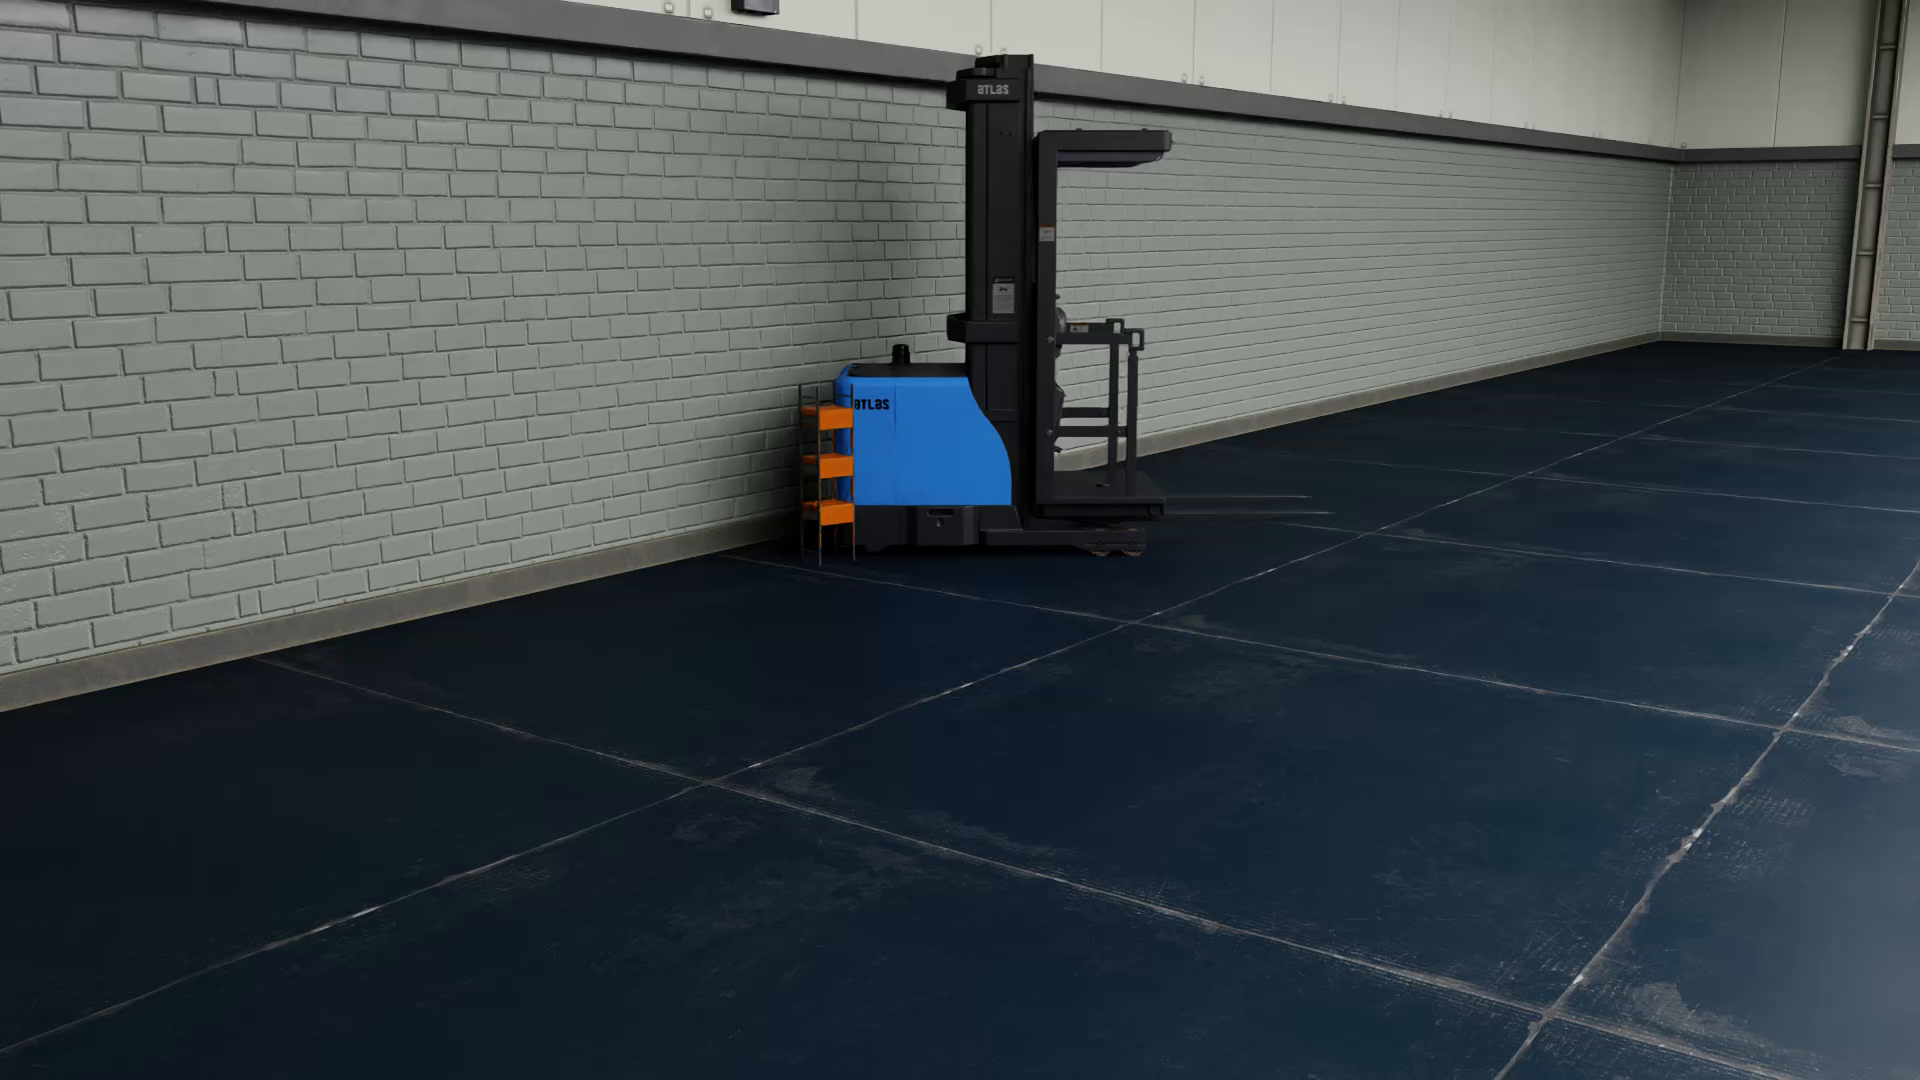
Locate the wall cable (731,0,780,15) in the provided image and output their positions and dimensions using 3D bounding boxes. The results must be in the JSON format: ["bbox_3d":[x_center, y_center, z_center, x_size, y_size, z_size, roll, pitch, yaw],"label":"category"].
[{"bbox_3d":[-0.607,-6.229,10.083,0.169,6.003,2.305,8,13,36],"label":"wall cable"}]

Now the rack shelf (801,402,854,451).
[{"bbox_3d":[-0.782,-0.661,9.741,0.240,0.259,0.215,-8,14,-39],"label":"rack shelf"}]

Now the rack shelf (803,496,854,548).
[{"bbox_3d":[-0.786,-0.109,9.844,0.240,0.259,0.215,-8,14,-39],"label":"rack shelf"}]

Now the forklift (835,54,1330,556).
[{"bbox_3d":[0.750,-1.442,10.266,3.031,2.935,1.130,0,11,-1],"label":"forklift"}]

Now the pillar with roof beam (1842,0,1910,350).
[{"bbox_3d":[11.449,-6.738,21.664,0.400,9.000,9.100,8,13,36],"label":"pillar with roof beam"}]

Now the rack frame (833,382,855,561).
[{"bbox_3d":[-0.690,-0.407,9.867,0.008,1.050,0.200,-8,14,-39],"label":"rack frame"}]

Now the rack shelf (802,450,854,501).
[{"bbox_3d":[-0.784,-0.383,9.793,0.240,0.259,0.215,-8,14,-39],"label":"rack shelf"}]

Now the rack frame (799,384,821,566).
[{"bbox_3d":[-0.878,-0.379,9.715,0.008,1.050,0.200,-8,14,-39],"label":"rack frame"}]

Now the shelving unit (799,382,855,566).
[{"bbox_3d":[-0.784,-0.393,9.791,0.252,1.050,0.215,-8,14,-39],"label":"shelving unit"}]
